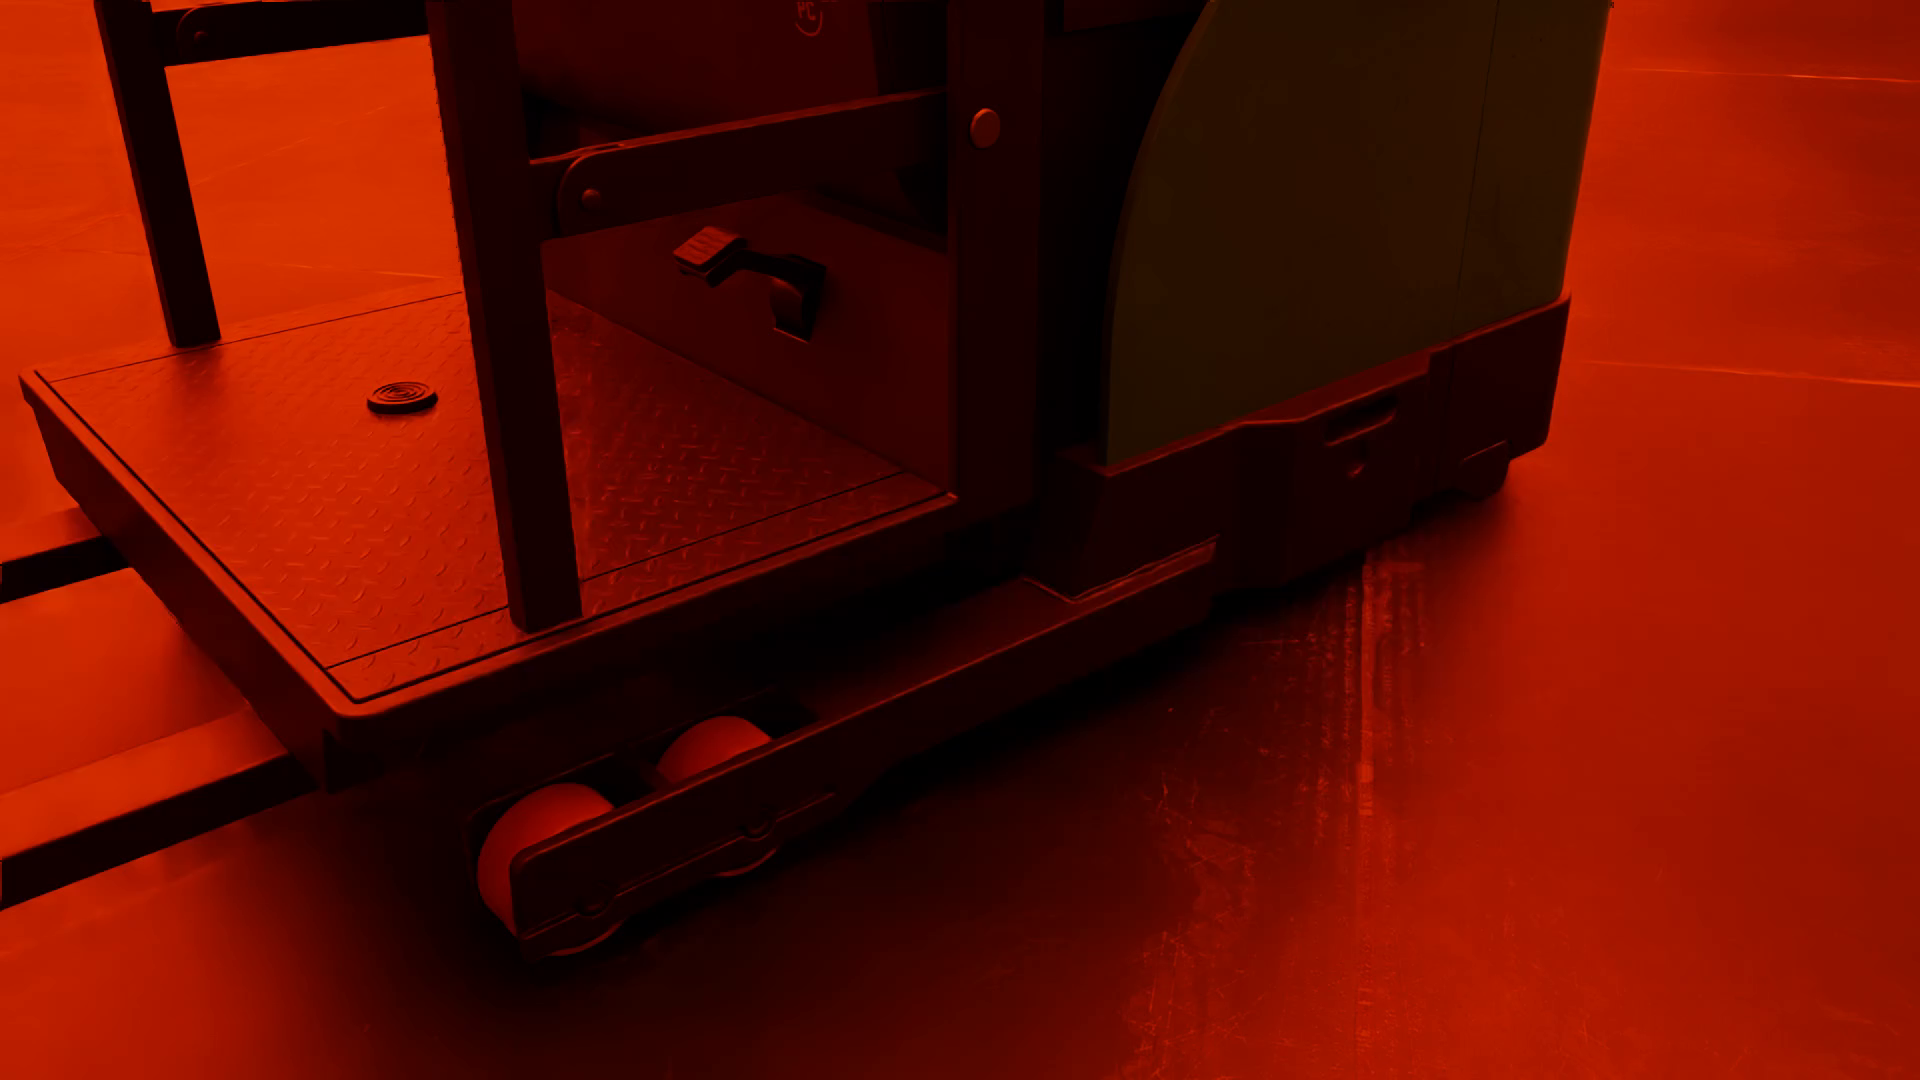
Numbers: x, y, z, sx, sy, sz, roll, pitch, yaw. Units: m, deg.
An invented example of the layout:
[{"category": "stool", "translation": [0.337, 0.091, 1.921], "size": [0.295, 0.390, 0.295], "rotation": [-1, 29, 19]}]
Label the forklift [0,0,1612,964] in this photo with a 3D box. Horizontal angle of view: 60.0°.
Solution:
[{"category": "forklift", "translation": [-0.503, -1.160, 1.546], "size": [3.031, 2.935, 1.130], "rotation": [-21, 33, -35]}]
